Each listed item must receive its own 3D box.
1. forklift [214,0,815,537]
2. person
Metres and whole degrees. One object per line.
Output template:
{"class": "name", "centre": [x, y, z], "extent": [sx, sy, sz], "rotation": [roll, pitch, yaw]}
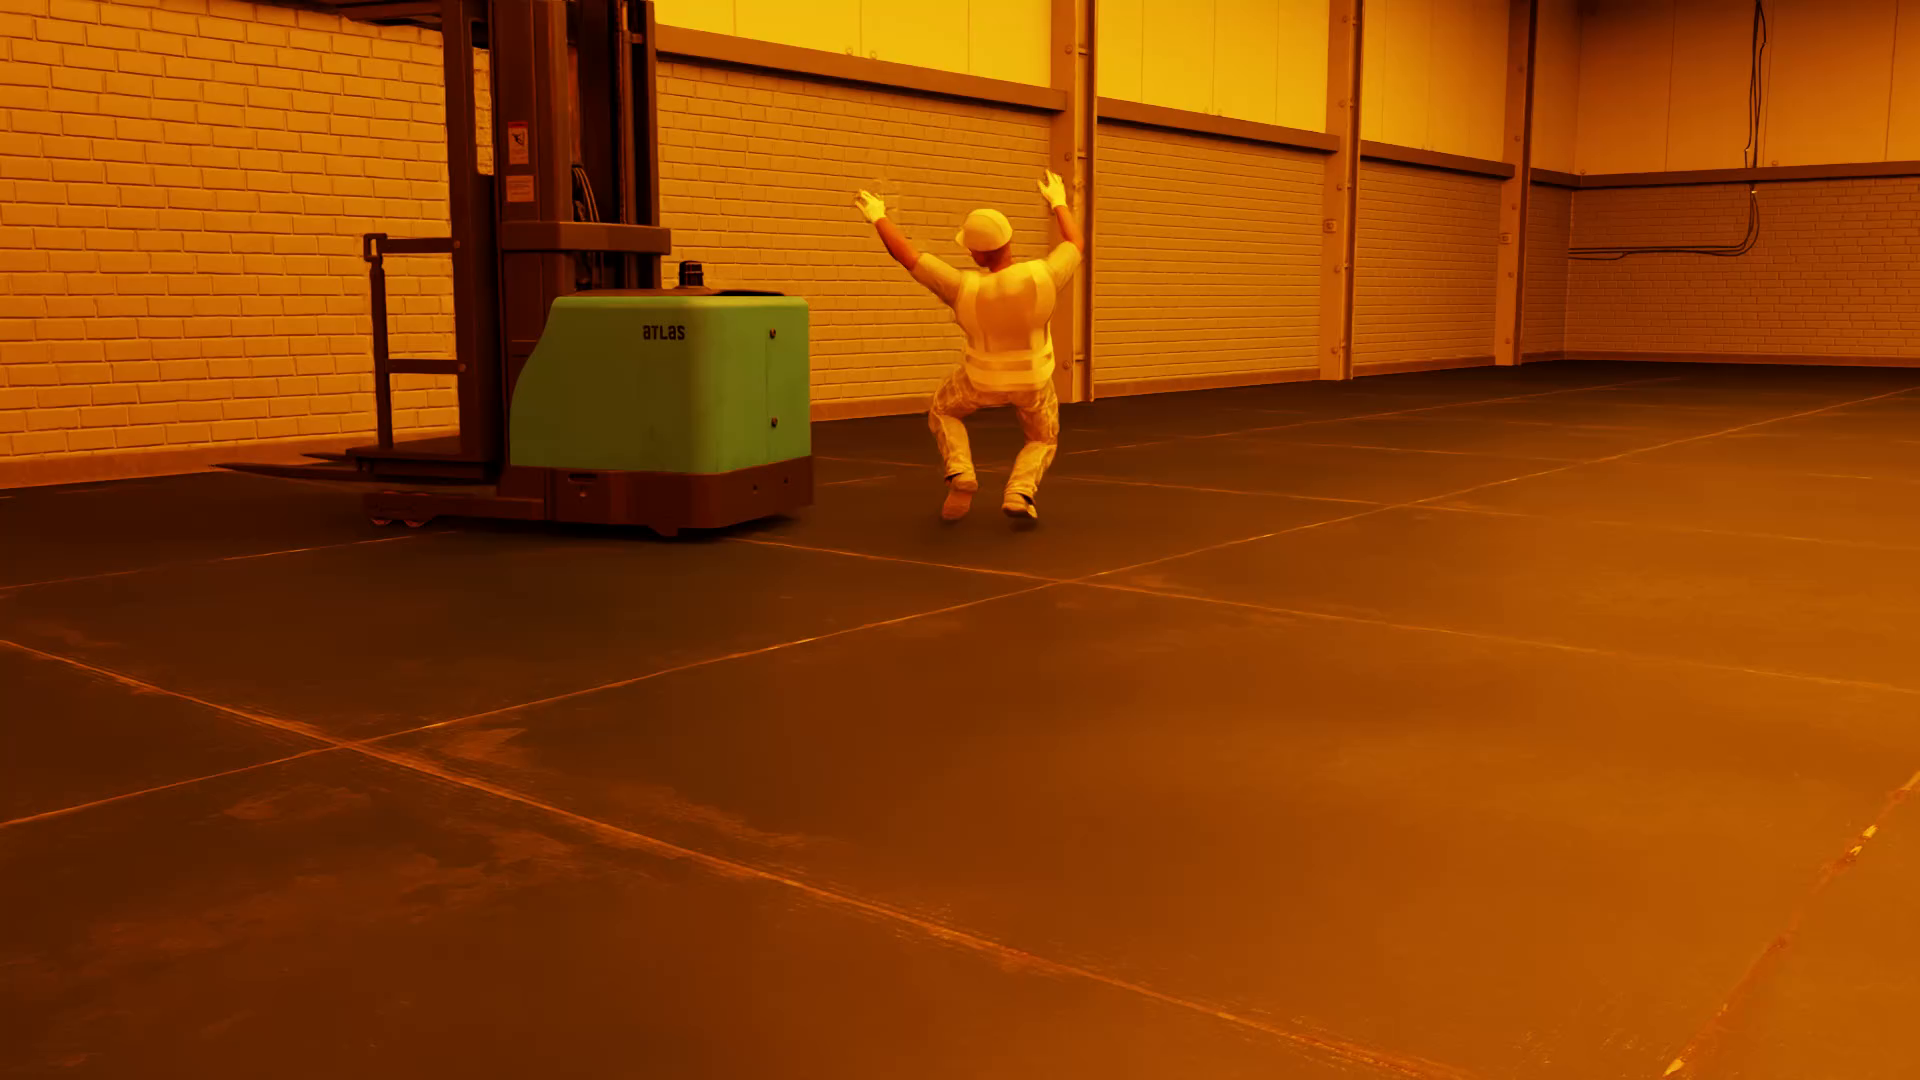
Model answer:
{"class": "forklift", "centre": [-2.278, -1.575, 8.043], "extent": [3.031, 2.935, 1.130], "rotation": [3, 9, 22]}
{"class": "person", "centre": [0.040, -0.901, 7.848], "extent": [1.078, 1.688, 0.796], "rotation": [0, 8, 2]}
